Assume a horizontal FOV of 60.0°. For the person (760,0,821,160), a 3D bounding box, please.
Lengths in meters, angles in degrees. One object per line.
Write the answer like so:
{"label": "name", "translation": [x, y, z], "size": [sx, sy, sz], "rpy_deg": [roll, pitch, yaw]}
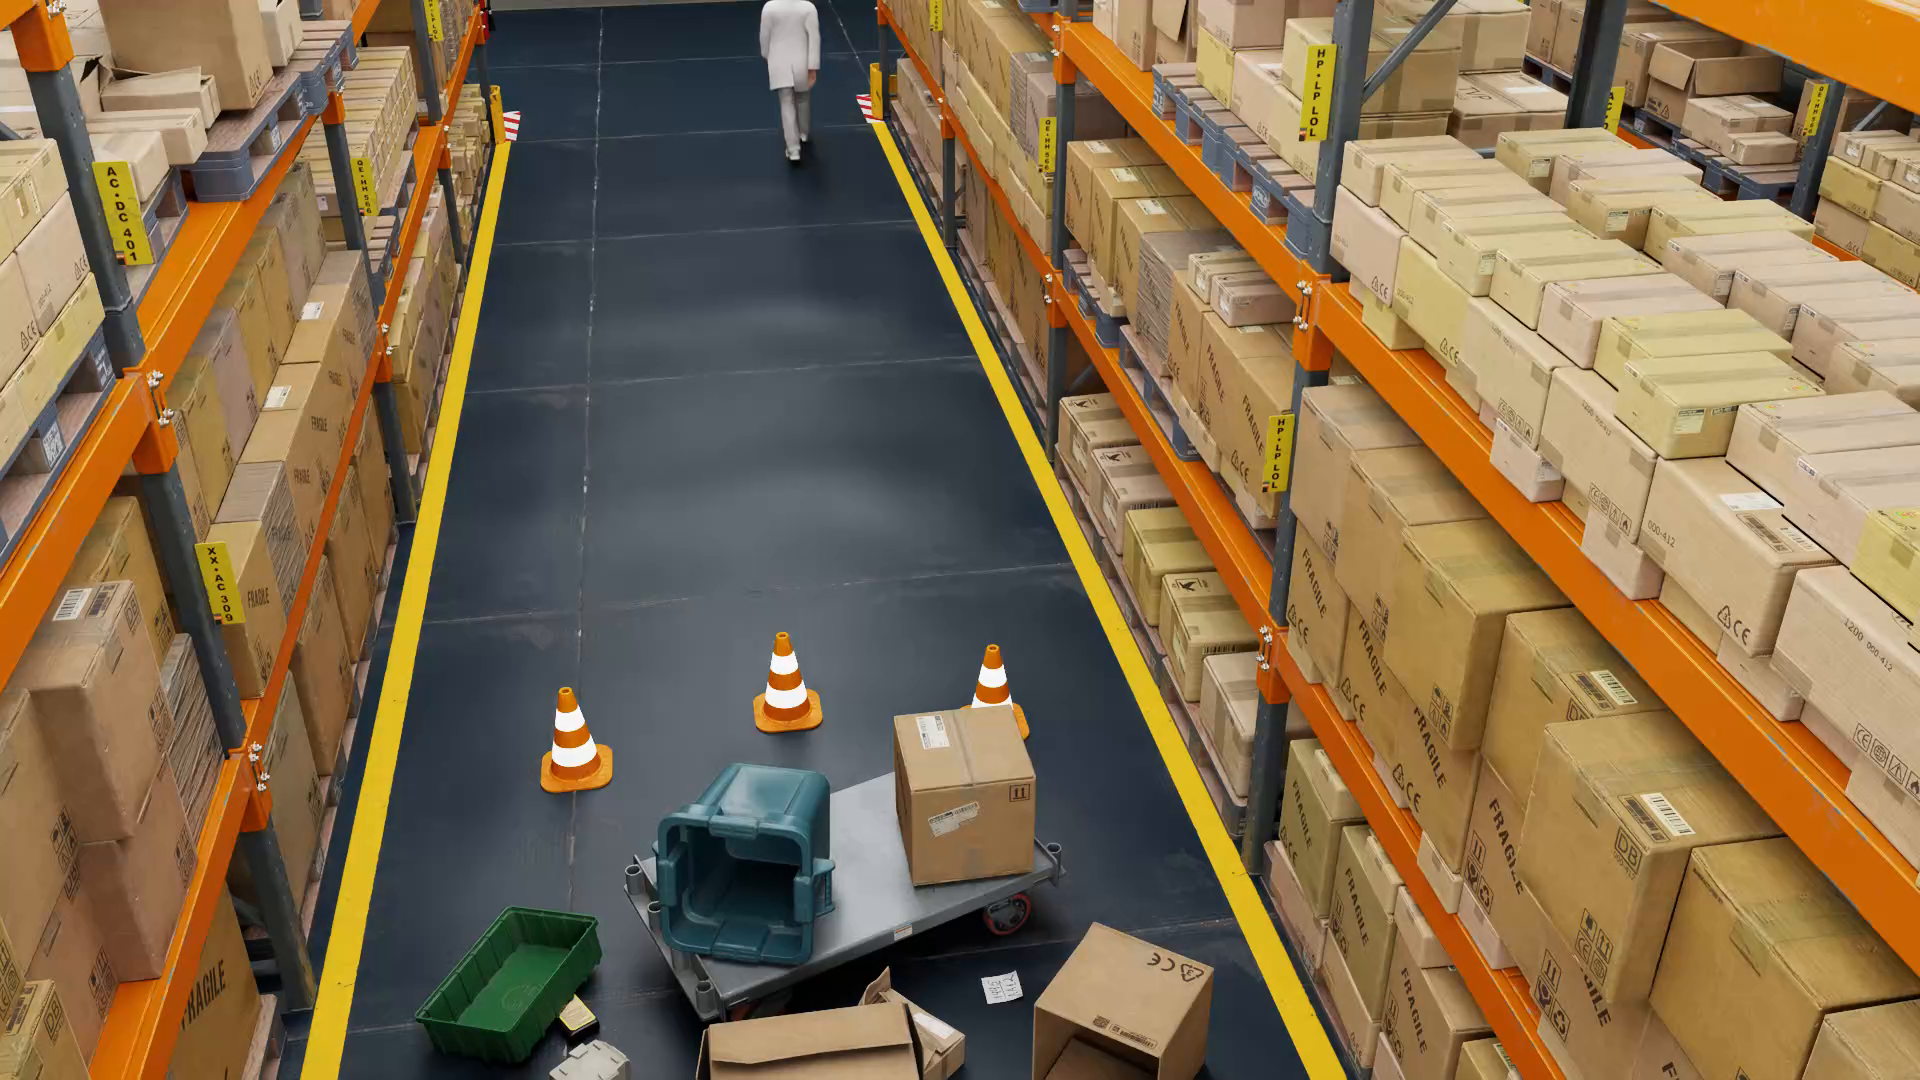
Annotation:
{"label": "person", "translation": [-1.638, -4.633, 16.060], "size": [0.566, 1.715, 1.115], "rpy_deg": [-5, 31, -8]}
